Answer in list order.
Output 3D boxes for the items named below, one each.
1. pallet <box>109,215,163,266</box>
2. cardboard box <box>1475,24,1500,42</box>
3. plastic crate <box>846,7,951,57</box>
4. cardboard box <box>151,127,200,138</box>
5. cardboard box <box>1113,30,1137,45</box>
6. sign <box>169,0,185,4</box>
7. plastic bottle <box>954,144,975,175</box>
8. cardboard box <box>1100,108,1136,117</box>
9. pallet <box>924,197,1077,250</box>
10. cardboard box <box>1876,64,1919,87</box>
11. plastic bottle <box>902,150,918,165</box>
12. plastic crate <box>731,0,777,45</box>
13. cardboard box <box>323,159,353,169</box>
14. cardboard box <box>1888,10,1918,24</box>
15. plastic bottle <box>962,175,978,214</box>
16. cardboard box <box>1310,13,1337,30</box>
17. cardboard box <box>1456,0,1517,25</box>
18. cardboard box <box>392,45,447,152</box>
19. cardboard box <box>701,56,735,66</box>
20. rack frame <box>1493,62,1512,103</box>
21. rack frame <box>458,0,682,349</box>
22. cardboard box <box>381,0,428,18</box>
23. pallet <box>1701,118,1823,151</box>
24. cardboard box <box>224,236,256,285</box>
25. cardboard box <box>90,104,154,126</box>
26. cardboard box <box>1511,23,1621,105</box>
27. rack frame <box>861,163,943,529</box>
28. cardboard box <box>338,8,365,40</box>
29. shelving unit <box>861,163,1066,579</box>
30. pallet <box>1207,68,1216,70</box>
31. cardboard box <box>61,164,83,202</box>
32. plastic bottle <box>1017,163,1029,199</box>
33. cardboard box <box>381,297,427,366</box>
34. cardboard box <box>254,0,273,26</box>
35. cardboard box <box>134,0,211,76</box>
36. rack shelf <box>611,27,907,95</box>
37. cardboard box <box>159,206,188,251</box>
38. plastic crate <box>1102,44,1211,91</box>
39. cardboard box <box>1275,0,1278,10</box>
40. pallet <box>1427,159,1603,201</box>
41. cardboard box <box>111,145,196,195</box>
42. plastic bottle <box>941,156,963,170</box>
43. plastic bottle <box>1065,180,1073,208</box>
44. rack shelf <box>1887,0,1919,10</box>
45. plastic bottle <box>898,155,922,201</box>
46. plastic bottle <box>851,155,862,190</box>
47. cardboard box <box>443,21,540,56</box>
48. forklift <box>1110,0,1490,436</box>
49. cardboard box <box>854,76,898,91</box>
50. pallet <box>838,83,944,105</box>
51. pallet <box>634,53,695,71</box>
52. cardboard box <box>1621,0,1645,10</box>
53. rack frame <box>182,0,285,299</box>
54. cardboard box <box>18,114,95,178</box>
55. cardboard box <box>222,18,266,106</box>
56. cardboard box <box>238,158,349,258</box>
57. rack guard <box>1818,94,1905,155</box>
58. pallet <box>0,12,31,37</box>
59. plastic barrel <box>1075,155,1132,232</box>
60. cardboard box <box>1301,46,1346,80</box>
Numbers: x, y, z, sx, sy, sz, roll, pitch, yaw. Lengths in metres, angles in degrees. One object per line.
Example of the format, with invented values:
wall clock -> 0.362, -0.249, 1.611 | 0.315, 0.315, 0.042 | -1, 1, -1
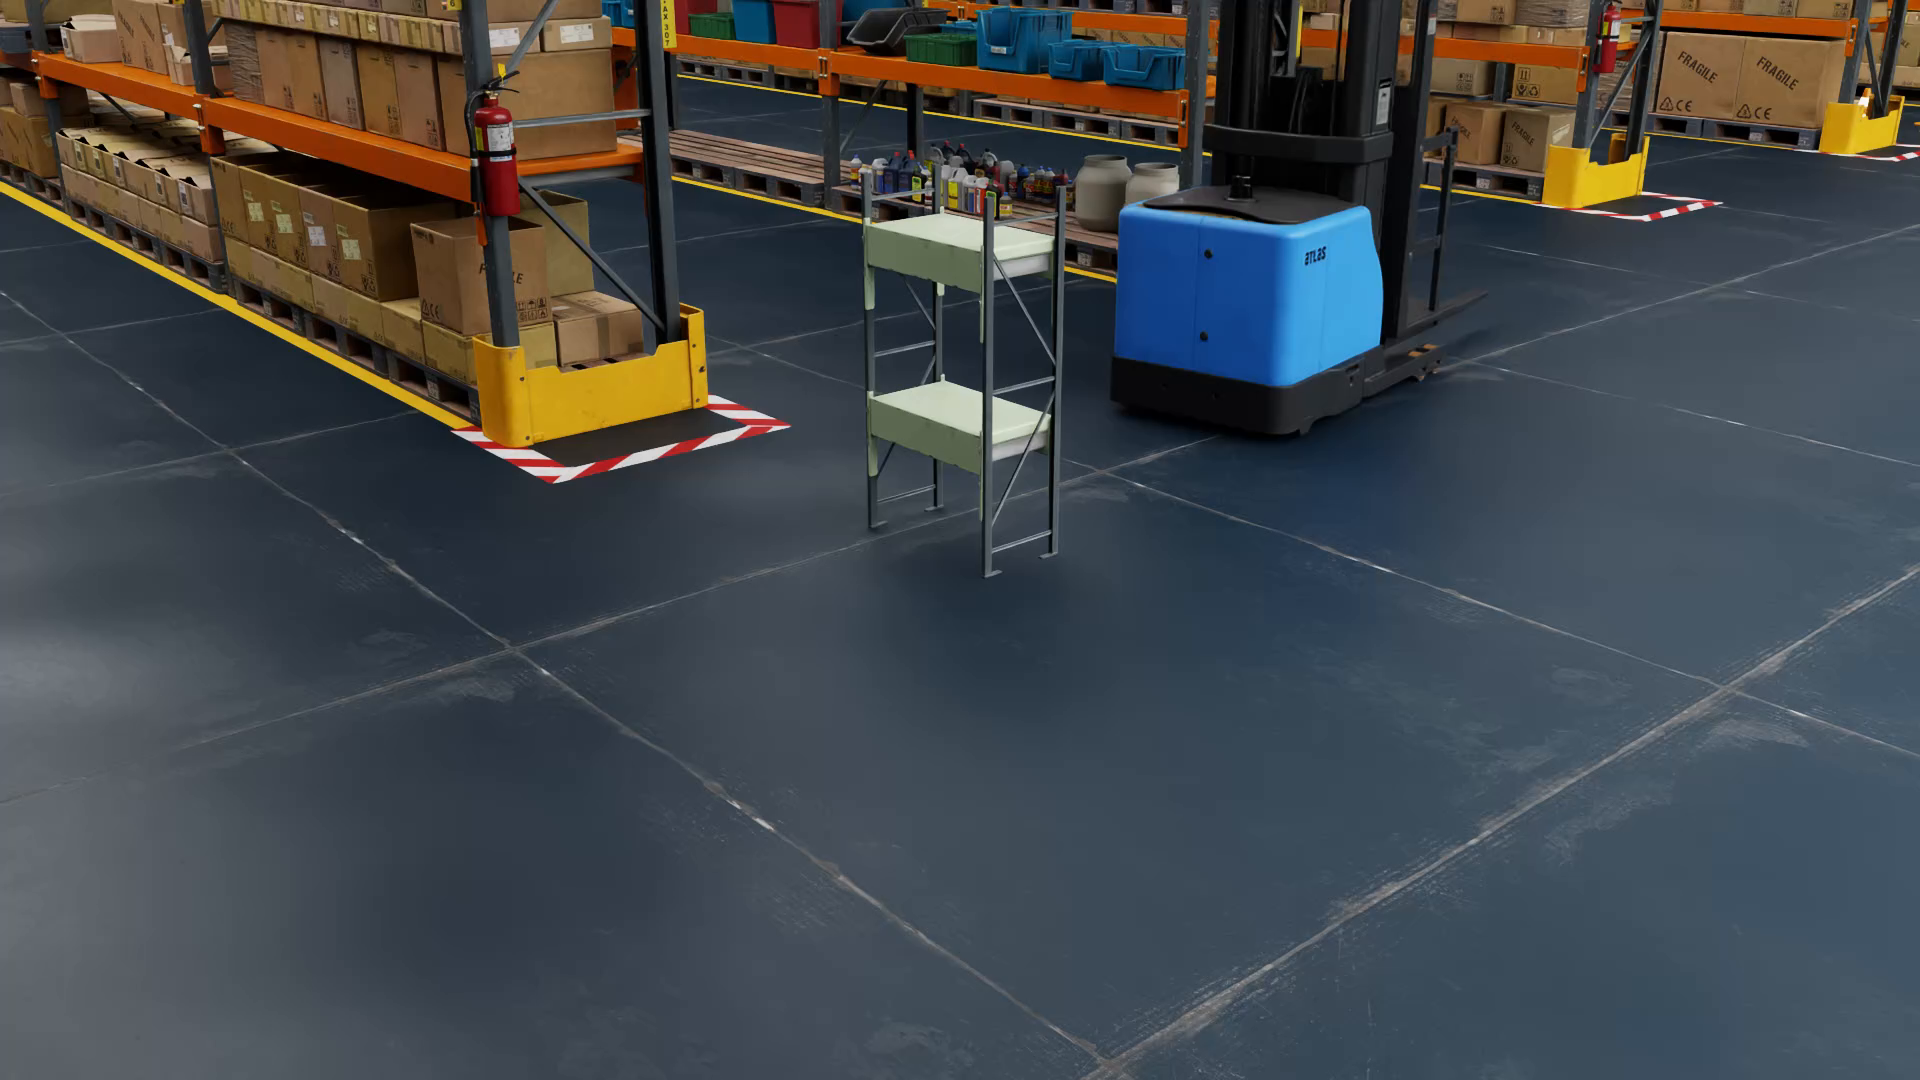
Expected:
pallet -> -5.801, -2.369, 12.743 | 1.003, 0.211, 1.213 | -17, 27, -37
cardboard box -> 4.769, -4.499, 14.703 | 0.380, 0.149, 0.250 | -17, 27, -37
plastic crate -> -0.490, -4.110, 13.450 | 0.767, 0.338, 0.504 | -17, 27, -37
cardboard box -> -6.228, -3.189, 13.439 | 0.500, 0.311, 0.500 | -18, 28, -38
cardboard box -> 2.599, -7.333, 24.445 | 0.500, 0.500, 0.500 | -17, 27, -37
sign -> -4.895, -3.506, 10.344 | 0.100, 0.325, 0.005 | -17, 27, -37
plastic bottle -> 0.029, -3.123, 13.873 | 0.144, 0.351, 0.185 | -19, 28, -40
cardboard box -> 1.970, -4.999, 18.459 | 0.500, 0.500, 0.700 | 20, 29, 41
pallet -> 0.472, -2.483, 13.033 | 1.003, 0.211, 1.213 | -17, 27, -37
cardboard box -> 12.072, -5.966, 21.299 | 0.500, 0.250, 0.500 | -17, 27, -37
plastic bottle -> -0.413, -2.998, 13.554 | 0.144, 0.351, 0.185 | -17, 27, -37
plastic crate -> -1.691, -4.537, 14.477 | 0.392, 0.384, 0.575 | -17, 27, -37
cardboard box -> -3.704, -2.183, 10.611 | 0.500, 0.500, 0.500 | -17, 27, -37
cardboard box -> 11.963, -6.628, 21.071 | 0.380, 0.149, 0.250 | -17, 27, -37
plastic bottle -> 0.111, -2.663, 12.801 | 0.152, 0.276, 0.135 | -18, 28, -39
cardboard box -> 3.570, -4.965, 15.891 | 0.380, 0.149, 0.250 | -17, 27, -37
cardboard box -> 4.873, -4.841, 14.686 | 0.875, 0.500, 0.500 | -17, 27, -37
cardboard box -> -2.520, -2.353, 8.742 | 0.700, 0.500, 0.500 | -17, 27, -36
cardboard box -> -3.162, -7.359, 23.998 | 0.875, 0.875, 0.875 | -17, 27, -37
rack frame -> 6.841, -6.646, 19.839 | 1.000, 3.000, 0.127 | -17, 27, -37
rack frame -> -1.879, -2.031, 8.055 | 1.000, 3.000, 0.127 | -17, 27, -37
cardboard box -> -2.556, -2.972, 8.543 | 0.700, 0.500, 0.500 | -18, 28, -39
pallet -> 8.871, -4.444, 18.042 | 1.003, 0.211, 1.213 | -17, 27, -37
cardboard box -> -4.417, -1.851, 10.790 | 0.500, 0.250, 0.500 | -17, 27, -37
cardboard box -> -7.528, -3.619, 14.935 | 0.500, 0.500, 0.500 | -19, 28, -39
cardboard box -> 7.198, -5.662, 19.663 | 0.875, 0.875, 0.875 | -17, 27, -37
rack frame -> -0.235, -0.798, 6.964 | 0.400, 1.500, 0.023 | -17, 27, -37
cardboard box -> -3.119, -2.797, 8.985 | 0.380, 0.149, 0.250 | -17, 27, -36
shelving unit -> 0.004, -0.697, 6.706 | 0.431, 1.500, 0.755 | -17, 27, -37
pallet -> 3.721, -6.669, 23.721 | 1.003, 0.211, 1.213 | -17, 27, -37
cardboard box -> -6.982, -2.941, 13.576 | 0.500, 0.250, 0.500 | -18, 27, -38
plastic bottle -> 0.507, -2.897, 13.404 | 0.097, 0.271, 0.097 | 0, 21, 0
cardboard box -> -2.788, -1.159, 9.024 | 0.500, 0.250, 0.500 | -17, 27, -37
cardboard box -> -3.955, -3.152, 9.891 | 0.380, 0.149, 0.250 | -18, 28, -38
cardboard box -> -5.650, -3.682, 12.135 | 0.500, 0.500, 0.500 | -17, 27, -37
rack shelf -> -2.040, -4.531, 15.427 | 1.077, 0.370, 4.000 | -17, 27, -37
cardboard box -> -5.309, -2.237, 11.776 | 0.500, 0.250, 0.500 | -18, 28, -38
plastic crate -> 1.323, -3.207, 11.262 | 0.499, 0.251, 0.616 | -17, 27, -37
cardboard box -> 3.264, -5.539, 16.468 | 0.875, 0.500, 0.500 | -17, 27, -37
pallet -> 5.075, -3.343, 15.230 | 1.003, 0.211, 1.213 | -17, 27, -37
cardboard box -> -5.965, -2.776, 12.384 | 0.500, 0.311, 0.500 | -18, 28, -38
plastic bottle -> -0.067, -3.046, 13.779 | 0.152, 0.276, 0.135 | -17, 27, -37
plastic bottle -> 0.861, -2.714, 13.035 | 0.097, 0.201, 0.097 | 0, 21, 0
rack shelf -> 11.830, -6.965, 21.639 | 1.077, 0.370, 4.000 | -17, 27, -37
plastic bottle -> -0.399, -2.911, 13.333 | 0.144, 0.351, 0.185 | -19, 28, -40
plastic bottle -> -0.859, -3.056, 13.811 | 0.097, 0.271, 0.097 | 0, 21, 0
cardboard box -> -2.273, -2.439, 8.073 | 0.380, 0.149, 0.250 | -18, 28, -38
forklift -> 2.088, -2.346, 8.955 | 1.130, 2.935, 3.031 | 16, 27, 35
cardboard box -> -0.604, -6.248, 21.161 | 1.225, 0.875, 0.875 | -17, 27, -37
pallet -> -0.843, -5.872, 21.688 | 1.003, 0.211, 1.213 | -17, 27, -37
pallet -> -4.234, -7.308, 25.352 | 1.003, 0.211, 1.213 | -17, 27, -37
cardboard box -> 7.730, -6.293, 18.732 | 0.875, 0.550, 0.550 | -17, 27, -37
rack frame -> -4.490, -3.136, 10.877 | 1.000, 3.000, 0.127 | -17, 27, -37
cardboard box -> -7.889, -3.484, 14.591 | 0.500, 0.500, 0.500 | -16, 27, -35
cardboard box -> -4.195, -3.061, 10.550 | 0.700, 0.500, 0.500 | -18, 28, -39
cardboard box -> -4.092, -2.061, 10.300 | 0.500, 0.500, 0.500 | -17, 27, -37
rack guard -> 9.468, -4.370, 17.456 | 1.175, 0.500, 0.348 | -17, 27, -37
pallet -> -8.374, -4.688, 15.103 | 1.003, 0.211, 1.213 | -17, 27, -37
plastic barrel -> 1.061, -2.548, 12.212 | 0.421, 0.512, 0.421 | 0, 21, 0
cardboard box -> 5.132, -6.469, 21.895 | 1.050, 0.750, 0.750 | -17, 27, -37
